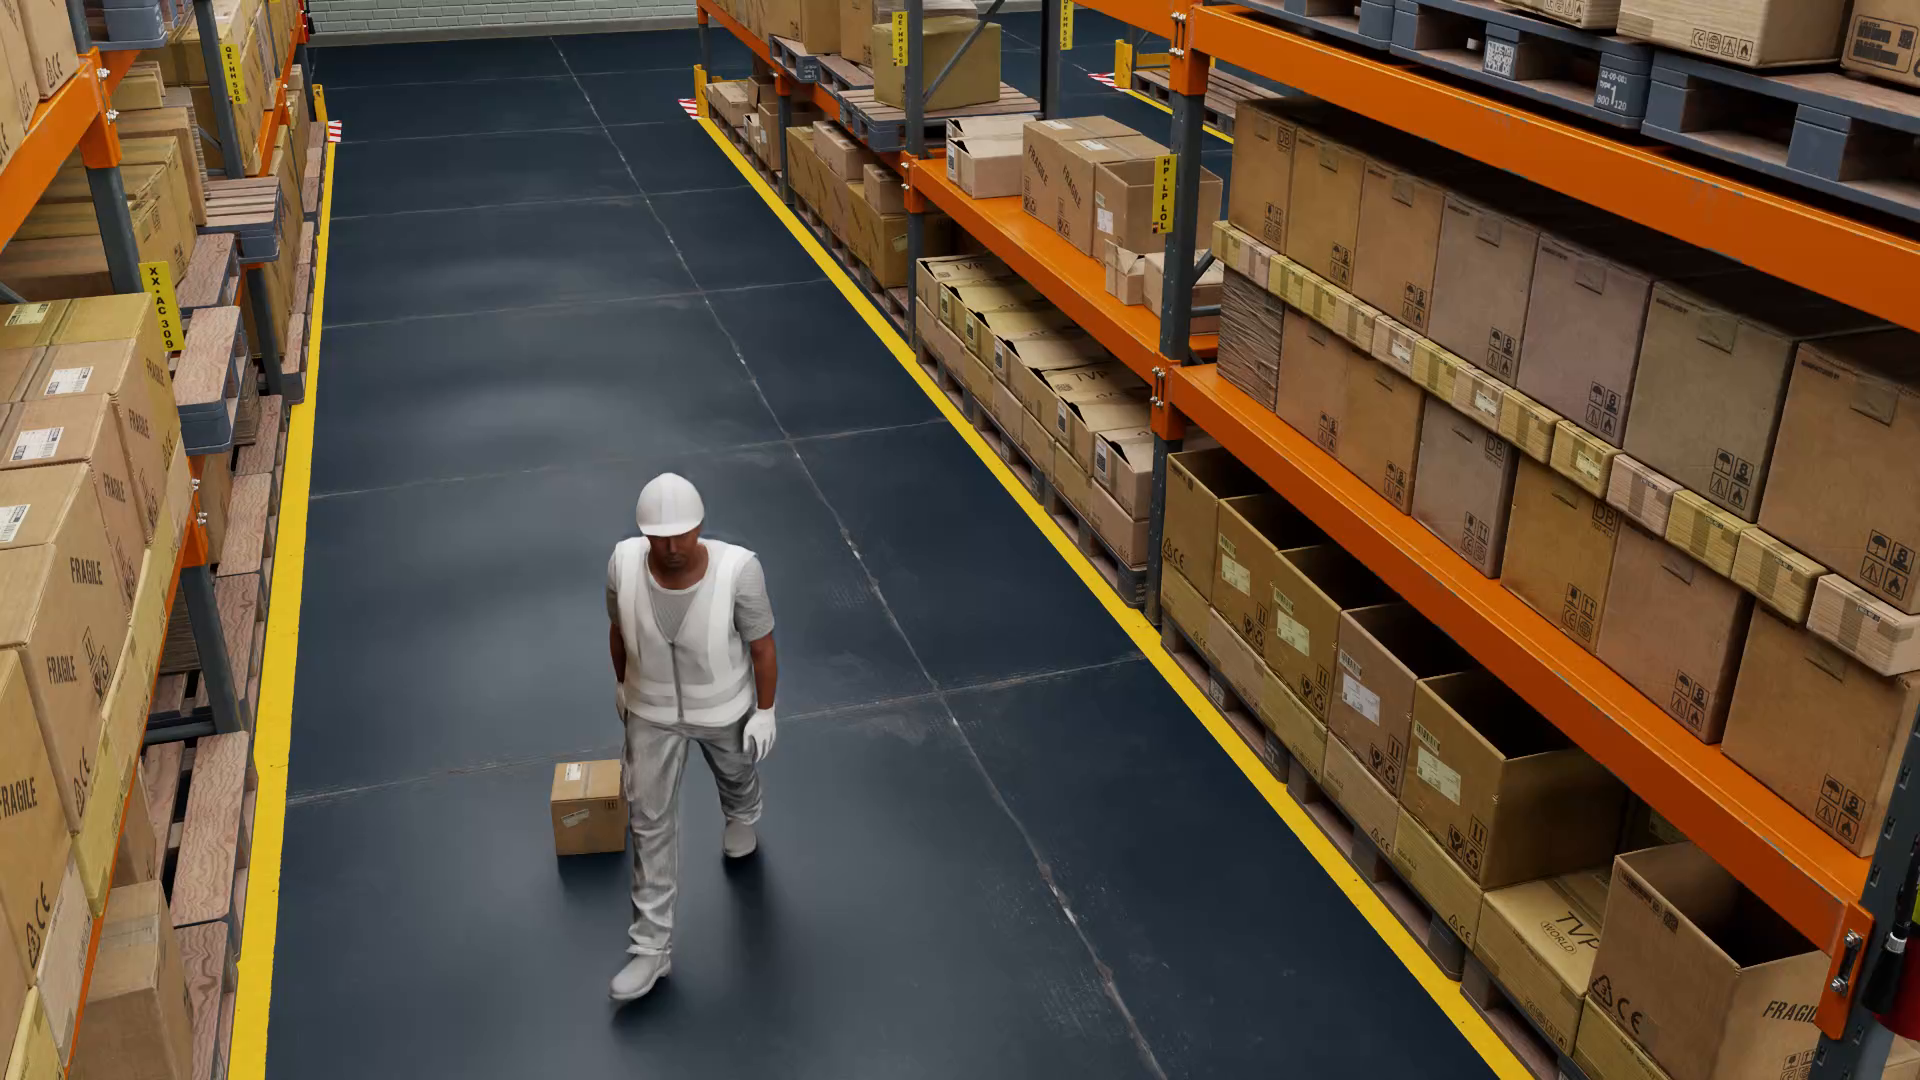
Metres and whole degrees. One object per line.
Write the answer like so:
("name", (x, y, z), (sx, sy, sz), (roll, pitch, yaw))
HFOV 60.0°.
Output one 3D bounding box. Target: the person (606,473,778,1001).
("person", (-0.888, 0.550, 5.504), (0.576, 1.714, 1.098), (0, 26, 0))
